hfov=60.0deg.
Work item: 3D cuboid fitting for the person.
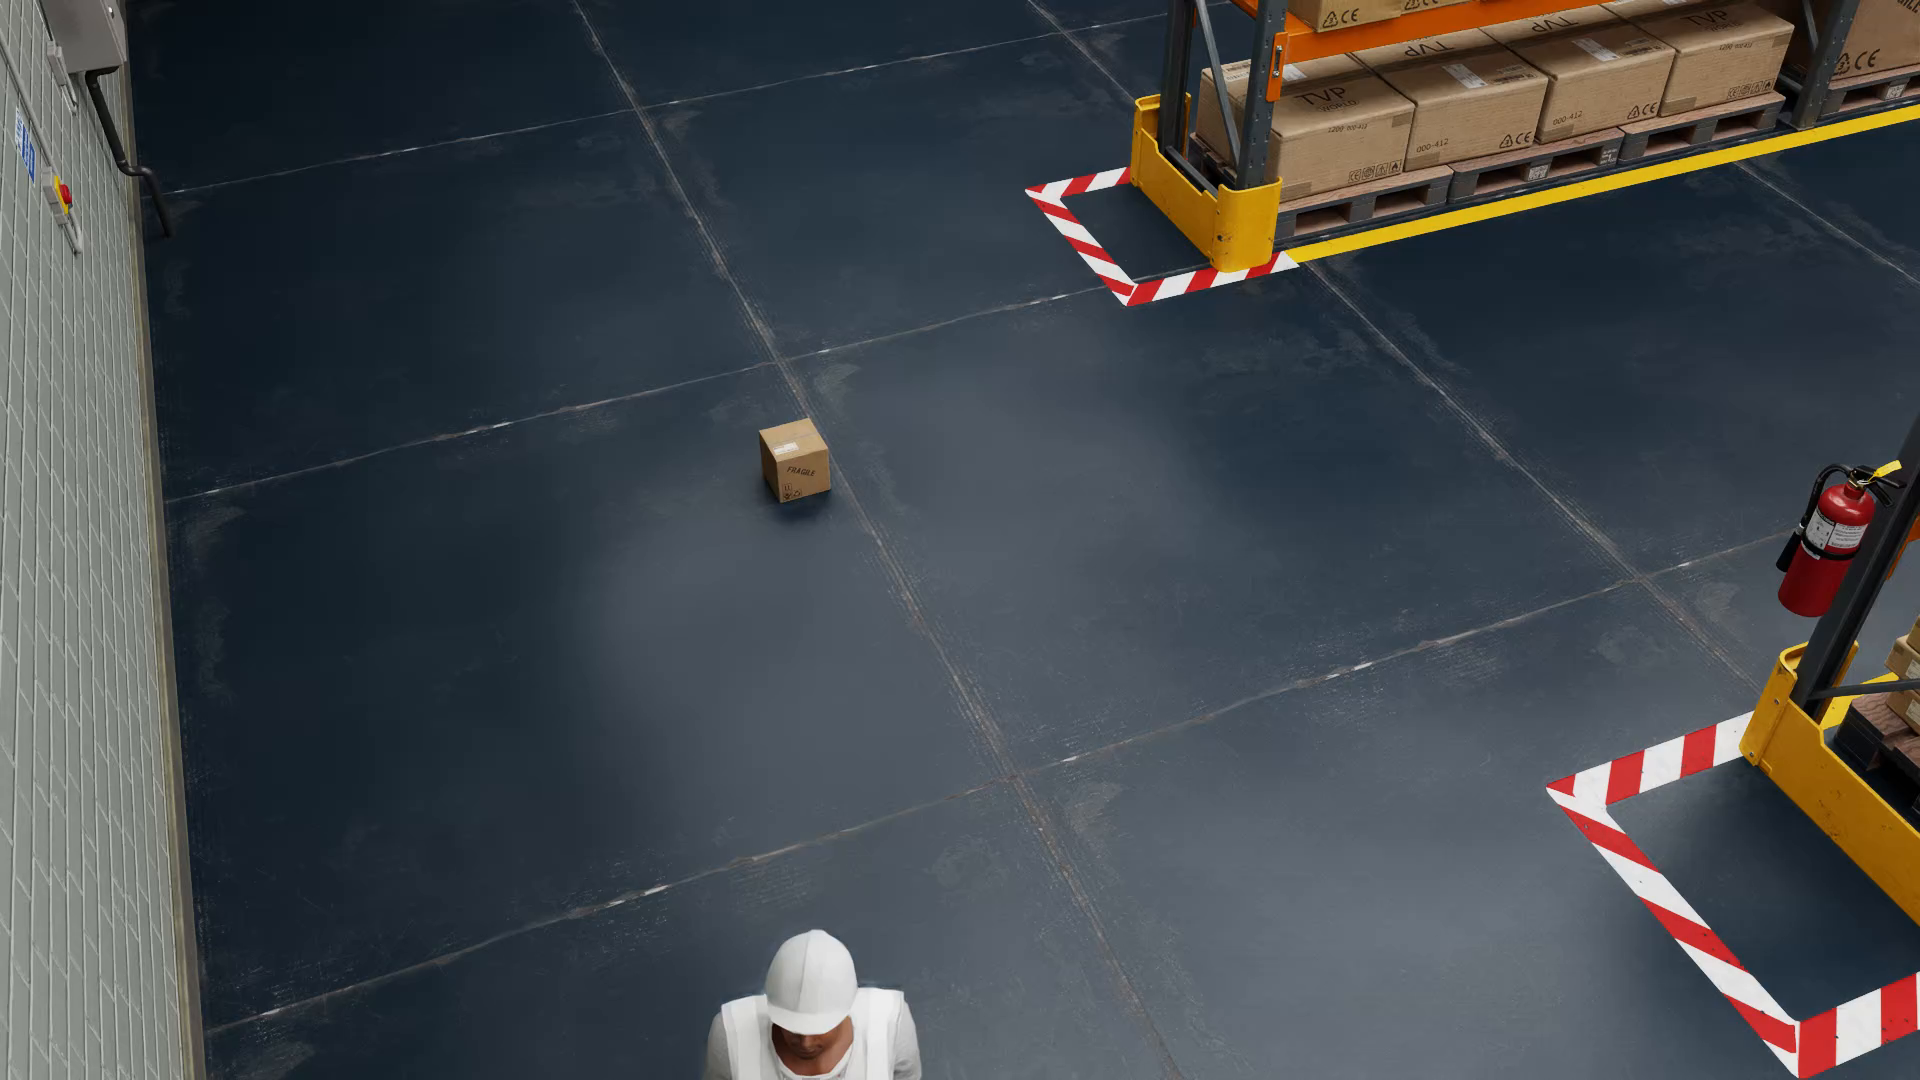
[{"bbox_3d":[-0.362,1.352,4.067,0.548,1.084,0.347,-2,41,-3],"label":"person"}]
